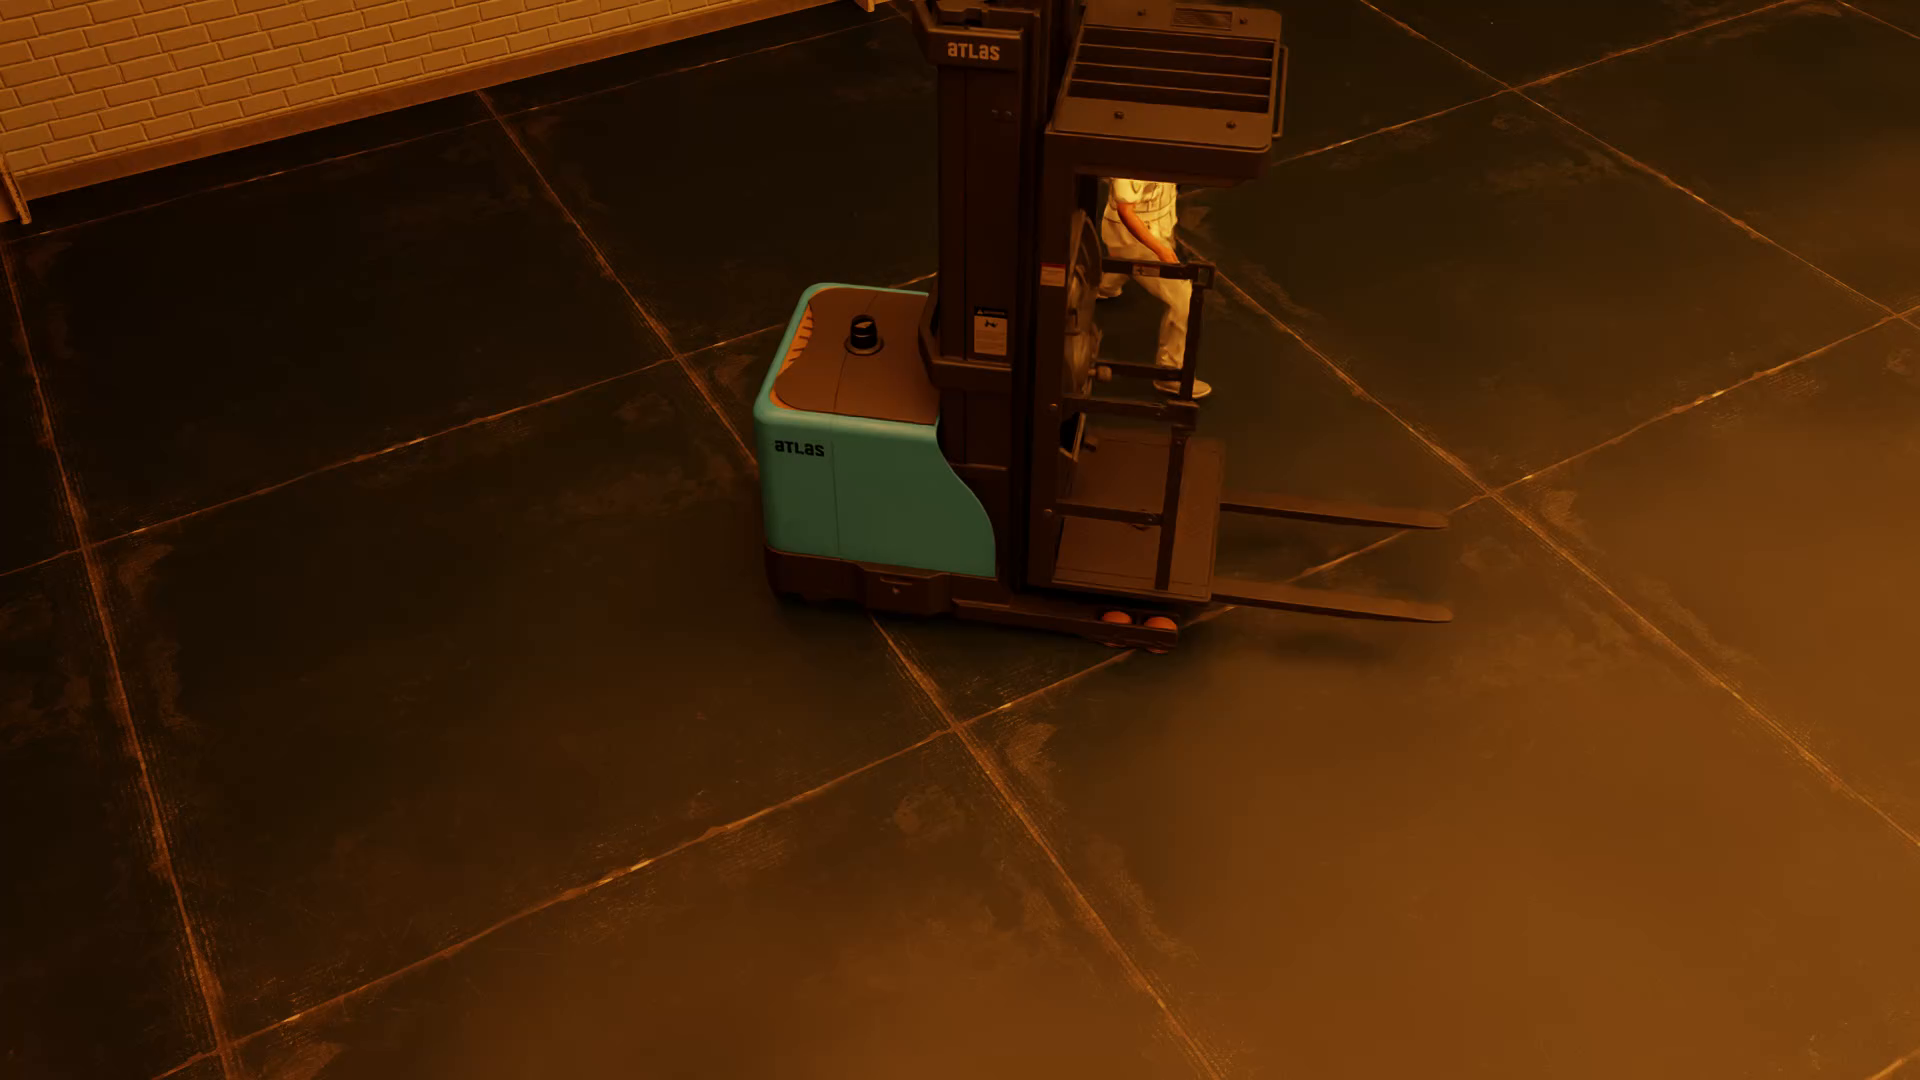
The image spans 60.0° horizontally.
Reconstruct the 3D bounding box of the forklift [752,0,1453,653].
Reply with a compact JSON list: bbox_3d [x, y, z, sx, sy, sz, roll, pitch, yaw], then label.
[{"bbox_3d":[0.688,-0.970,6.743,3.031,2.935,1.130,7,43,7],"label":"forklift"}]

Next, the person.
[{"bbox_3d":[1.028,-1.609,8.545,0.875,1.556,0.954,14,45,15],"label":"person"}]
